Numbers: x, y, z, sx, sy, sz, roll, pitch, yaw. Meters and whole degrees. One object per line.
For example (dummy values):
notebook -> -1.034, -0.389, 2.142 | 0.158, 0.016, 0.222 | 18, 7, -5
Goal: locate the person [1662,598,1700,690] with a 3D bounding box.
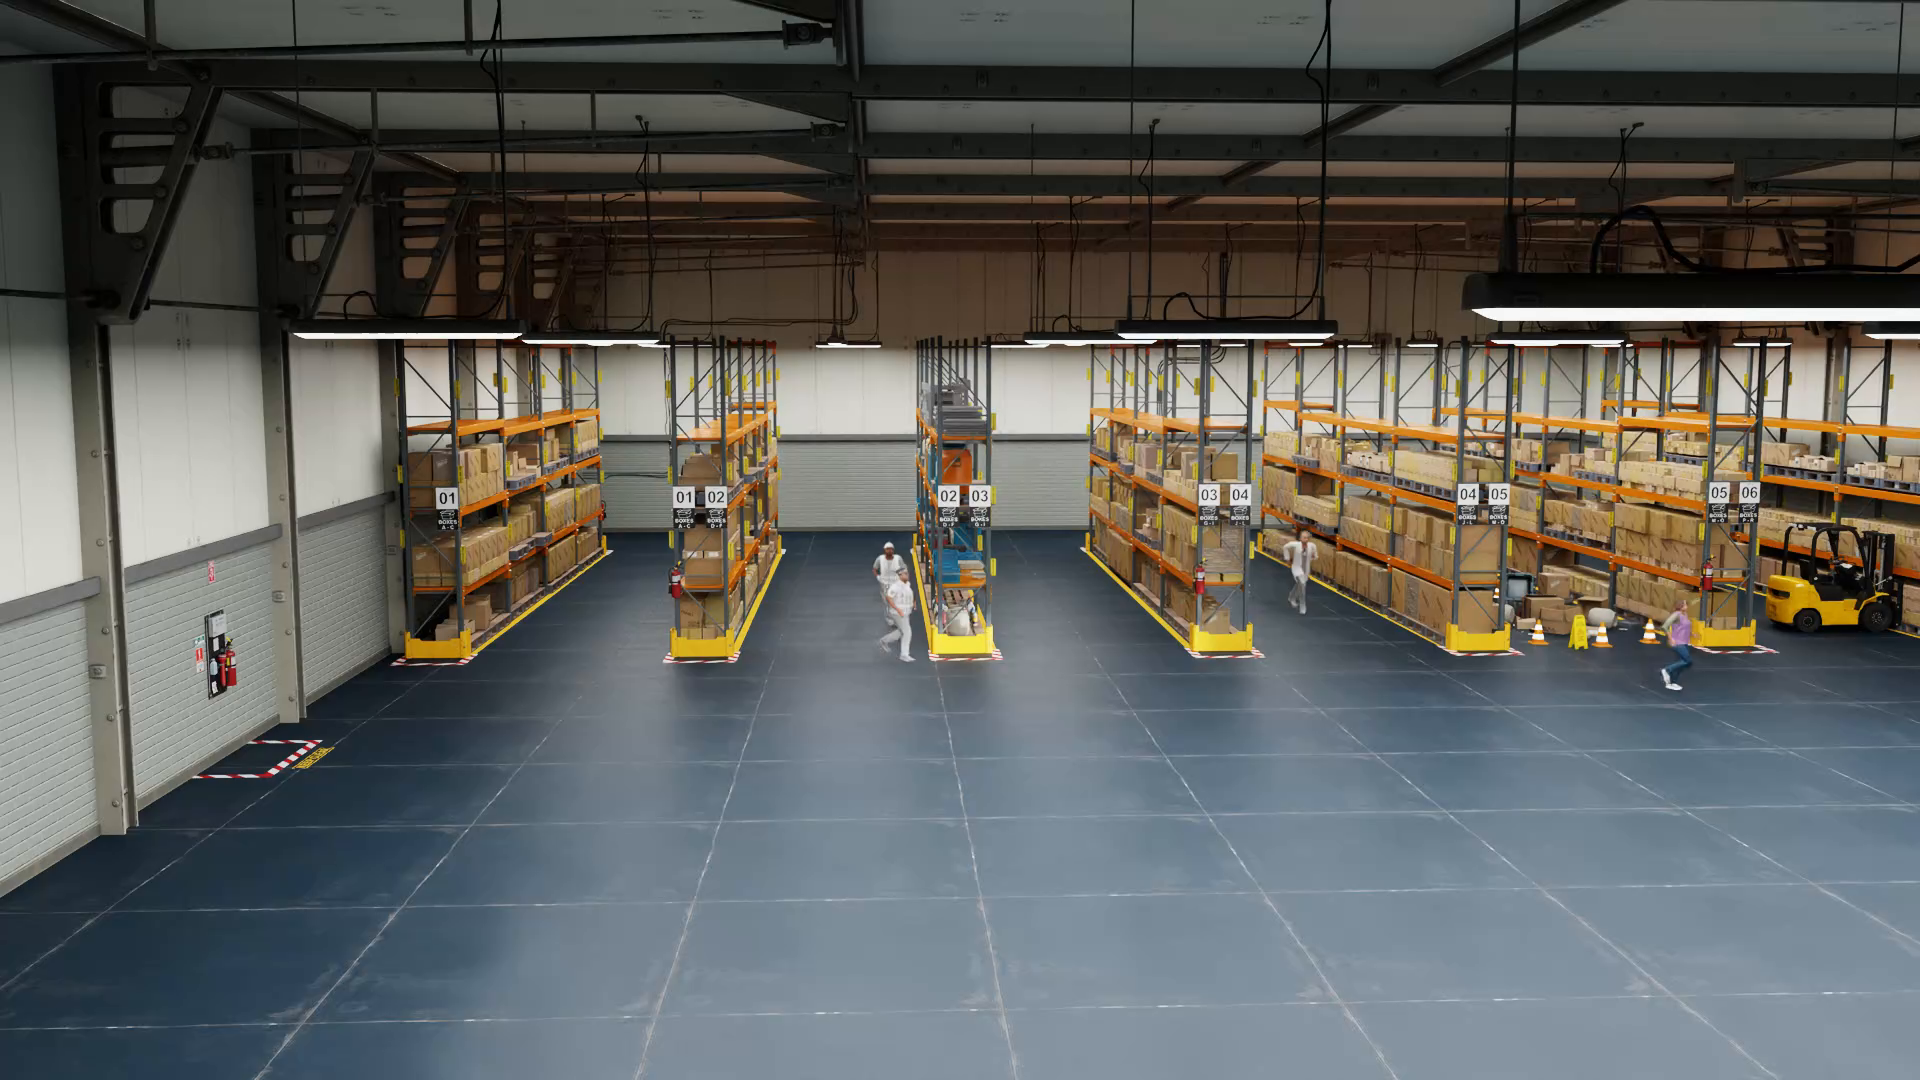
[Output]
person -> 12.196, 1.766, 28.089 | 0.537, 1.553, 0.537 | 6, 9, 44

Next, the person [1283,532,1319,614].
person -> 7.496, 0.701, 36.699 | 0.697, 1.795, 1.036 | -2, 7, -16

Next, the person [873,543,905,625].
person -> -1.484, 0.918, 34.690 | 0.682, 1.740, 0.590 | 0, 6, -1

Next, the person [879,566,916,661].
person -> -1.179, 1.357, 30.884 | 0.786, 1.800, 0.638 | 3, 7, 24
